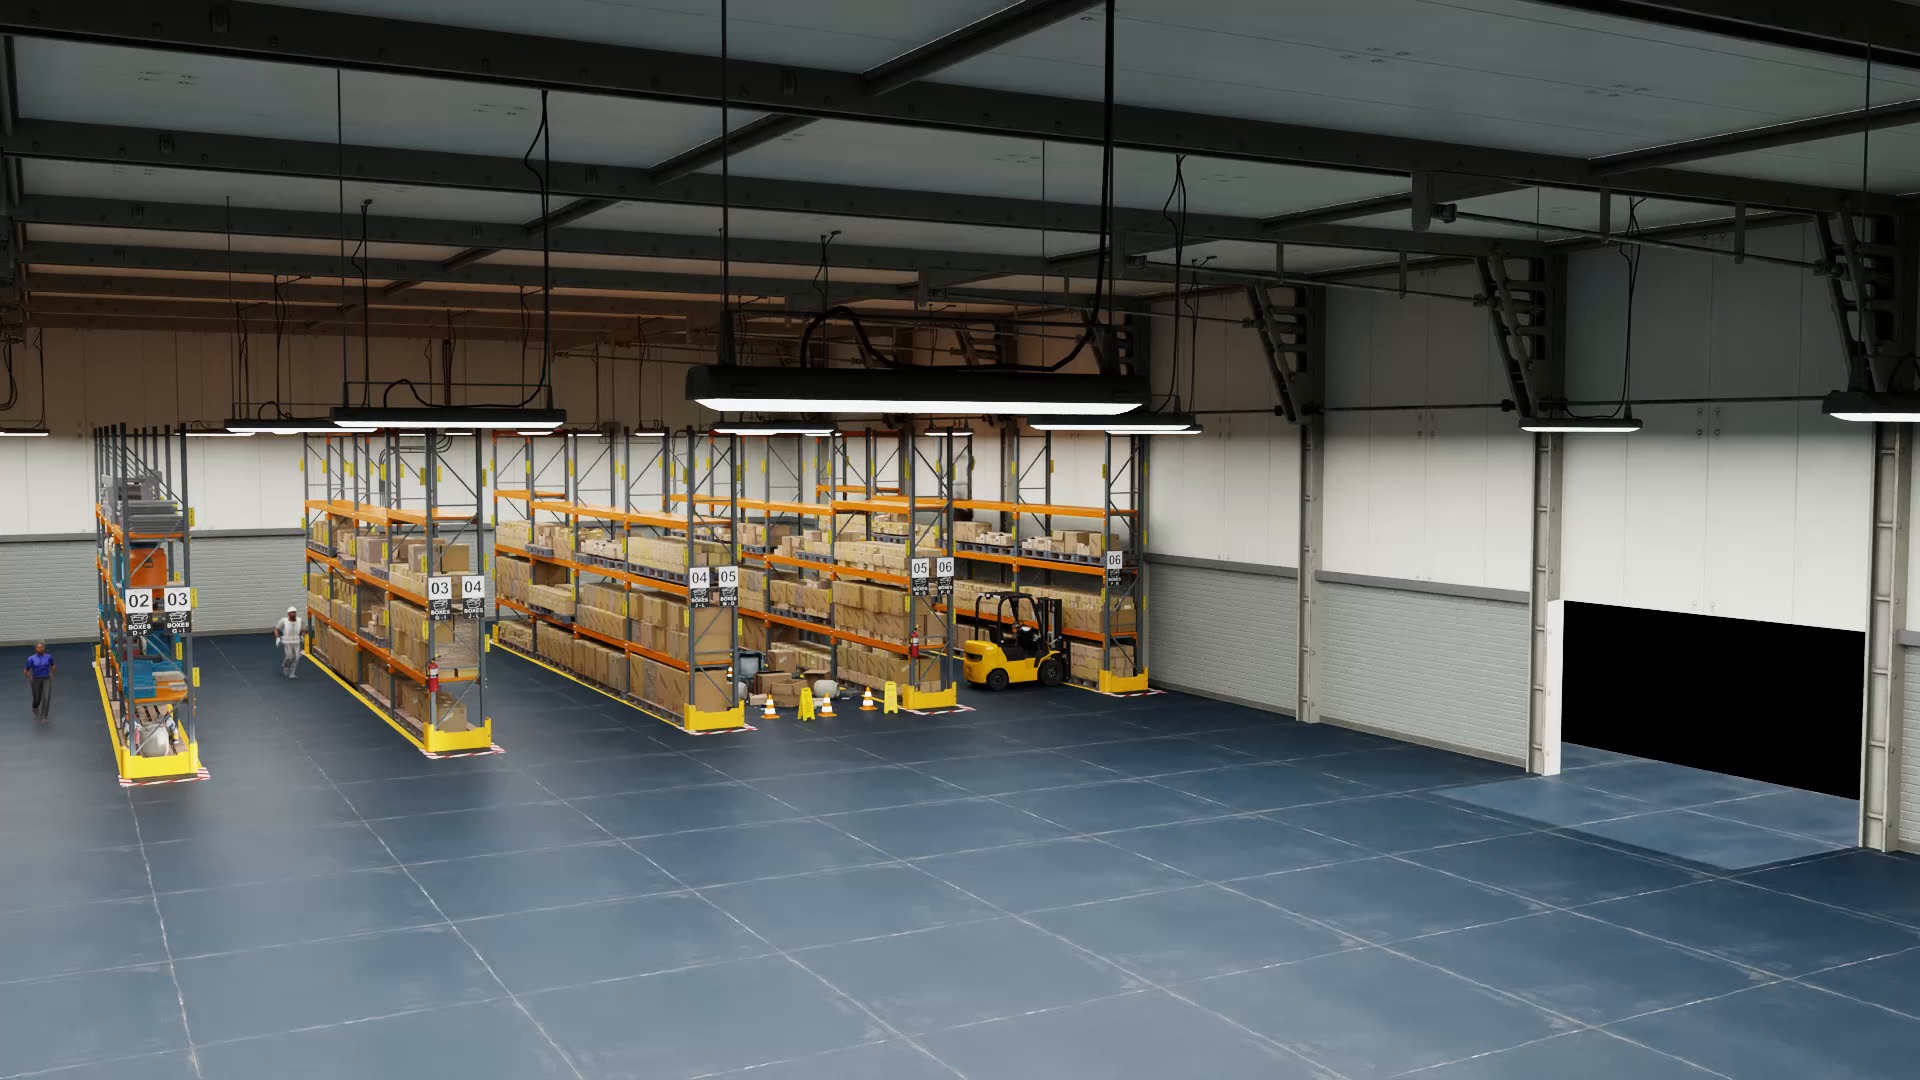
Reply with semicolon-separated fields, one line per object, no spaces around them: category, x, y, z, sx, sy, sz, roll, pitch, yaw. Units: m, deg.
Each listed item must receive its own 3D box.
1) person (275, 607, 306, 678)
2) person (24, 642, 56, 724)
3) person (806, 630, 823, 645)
person;-15.904;2.455;39.596;0.688;1.727;0.632;-3;4;-38
person;-18.600;2.883;33.656;0.583;1.637;0.758;-3;4;-38
person;-4.067;2.126;45.640;0.724;1.738;0.874;-2;4;-25
